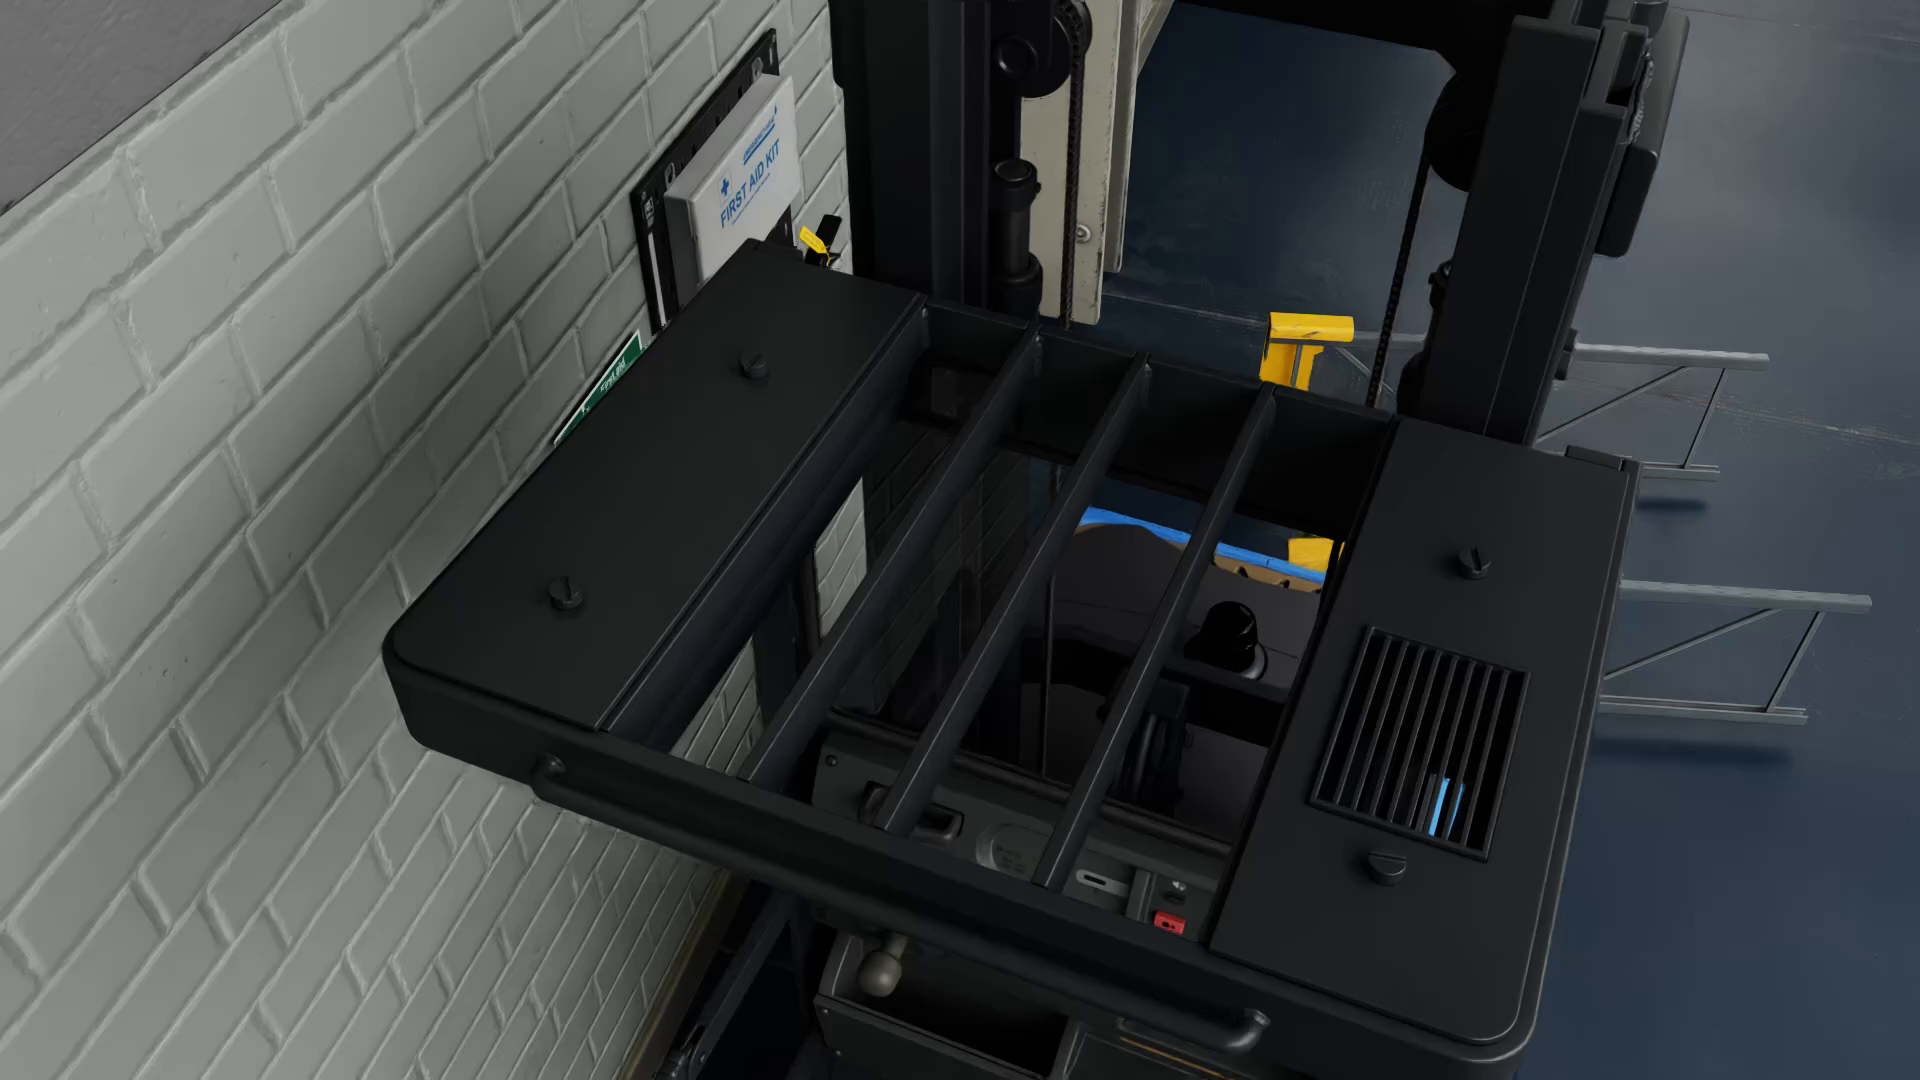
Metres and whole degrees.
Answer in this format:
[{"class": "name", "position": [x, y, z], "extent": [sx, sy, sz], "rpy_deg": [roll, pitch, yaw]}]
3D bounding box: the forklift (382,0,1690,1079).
[{"class": "forklift", "position": [0.111, 0.700, 2.439], "extent": [1.130, 2.935, 3.031], "rpy_deg": [17, 47, 16]}]

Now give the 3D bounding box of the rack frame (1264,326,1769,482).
[{"class": "rack frame", "position": [1.695, -0.424, 5.245], "extent": [1.500, 0.500, 0.032], "rpy_deg": [4, 44, 3]}]

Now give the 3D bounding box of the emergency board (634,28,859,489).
[{"class": "emergency board", "position": [-0.377, -0.379, 3.493], "extent": [0.194, 1.169, 0.643], "rpy_deg": [13, 46, 13]}]

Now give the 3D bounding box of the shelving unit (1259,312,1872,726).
[{"class": "shelving unit", "position": [1.653, -0.076, 4.890], "extent": [1.500, 0.587, 1.083], "rpy_deg": [4, 44, 3]}]

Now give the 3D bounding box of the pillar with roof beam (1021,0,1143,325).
[{"class": "pillar with roof beam", "position": [4.511, -3.251, 2.138], "extent": [9.100, 9.000, 0.400], "rpy_deg": [13, 46, 13]}]

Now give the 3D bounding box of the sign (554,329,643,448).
[{"class": "sign", "position": [-0.633, -0.236, 2.942], "extent": [0.001, 0.109, 0.331], "rpy_deg": [13, 46, 13]}]

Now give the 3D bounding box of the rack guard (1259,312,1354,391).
[{"class": "rack guard", "position": [1.073, -0.462, 5.280], "extent": [0.250, 0.587, 0.087], "rpy_deg": [4, 44, 3]}]

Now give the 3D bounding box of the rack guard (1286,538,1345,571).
[{"class": "rack guard", "position": [0.988, 0.232, 4.571], "extent": [0.250, 0.587, 0.087], "rpy_deg": [4, 44, 3]}]

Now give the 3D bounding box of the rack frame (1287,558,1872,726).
[{"class": "rack frame", "position": [1.609, 0.285, 4.521], "extent": [1.500, 0.500, 0.032], "rpy_deg": [4, 44, 3]}]
